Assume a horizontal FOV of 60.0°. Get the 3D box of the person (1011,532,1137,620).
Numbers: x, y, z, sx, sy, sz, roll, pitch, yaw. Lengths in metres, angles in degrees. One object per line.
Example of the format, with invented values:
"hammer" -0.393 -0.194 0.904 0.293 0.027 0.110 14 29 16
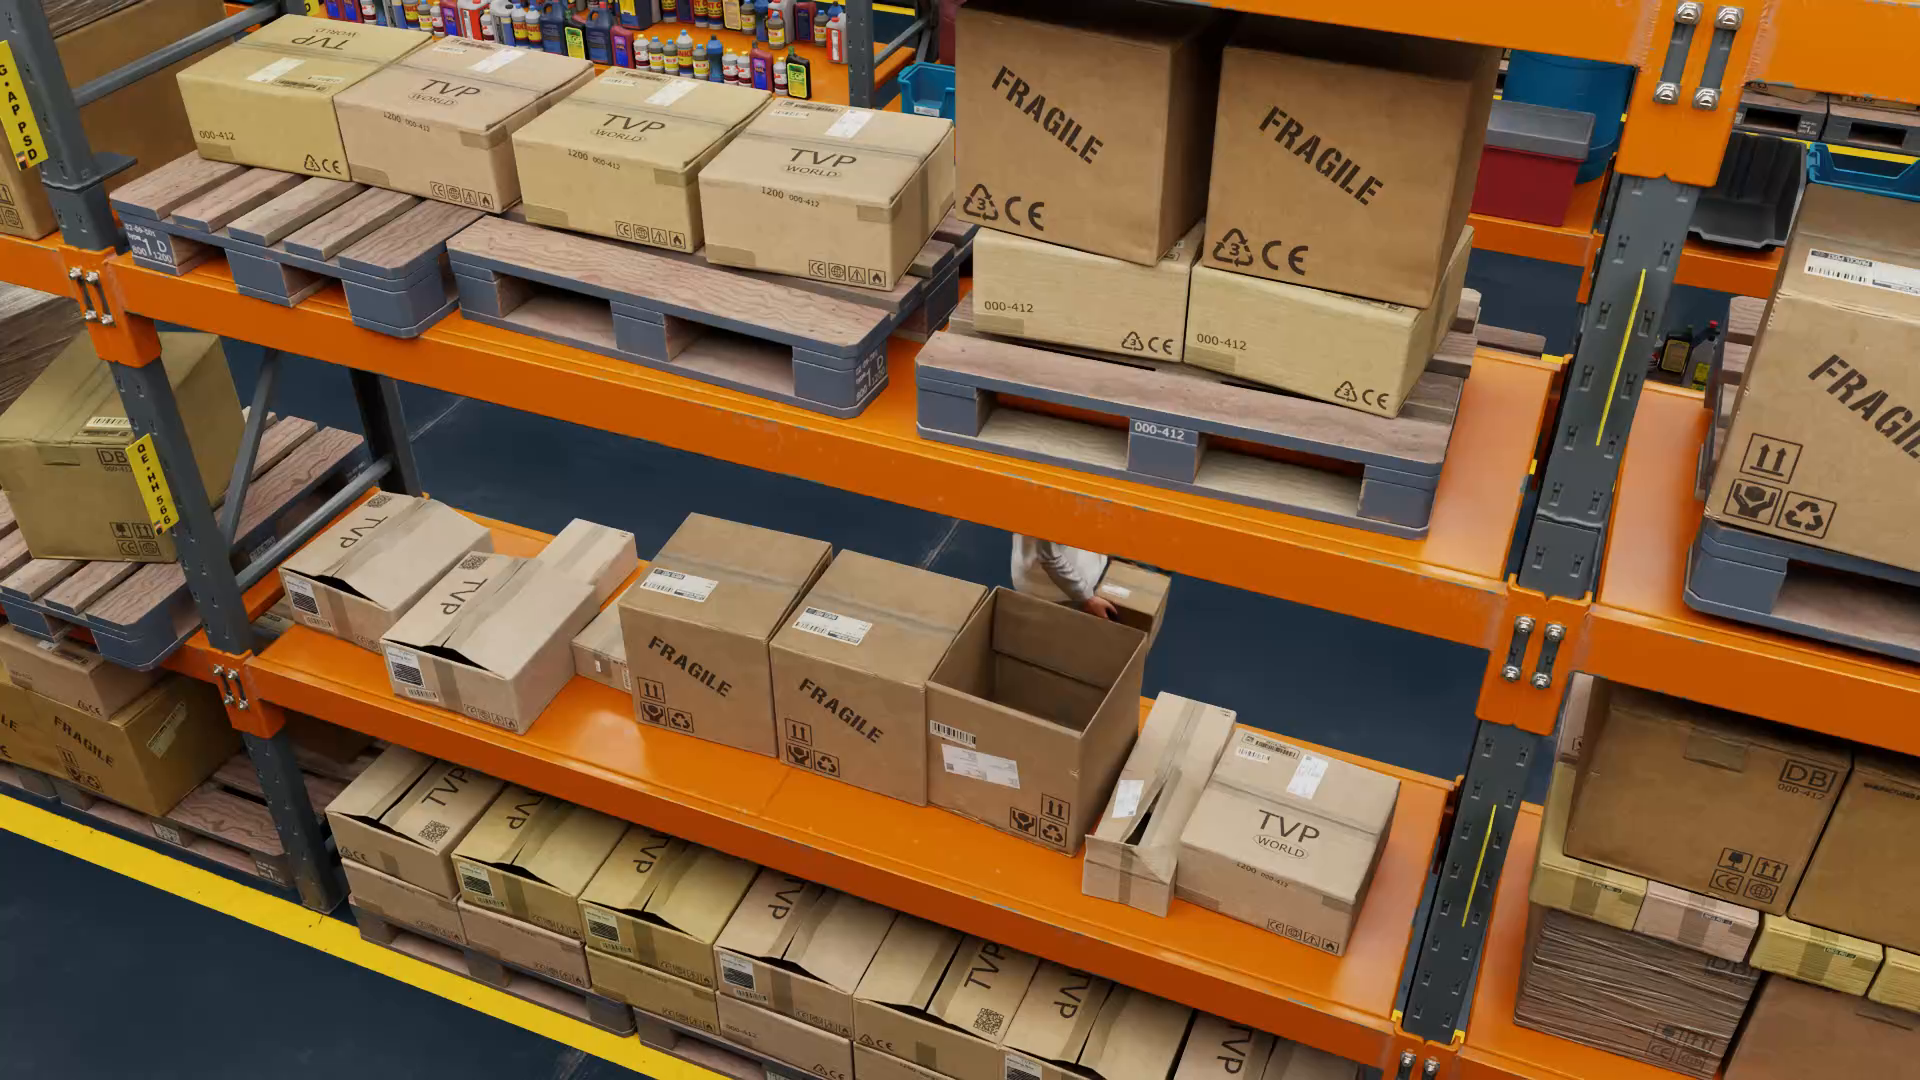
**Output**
"person" 0.444 0.138 6.610 0.470 1.779 0.546 13 39 17
